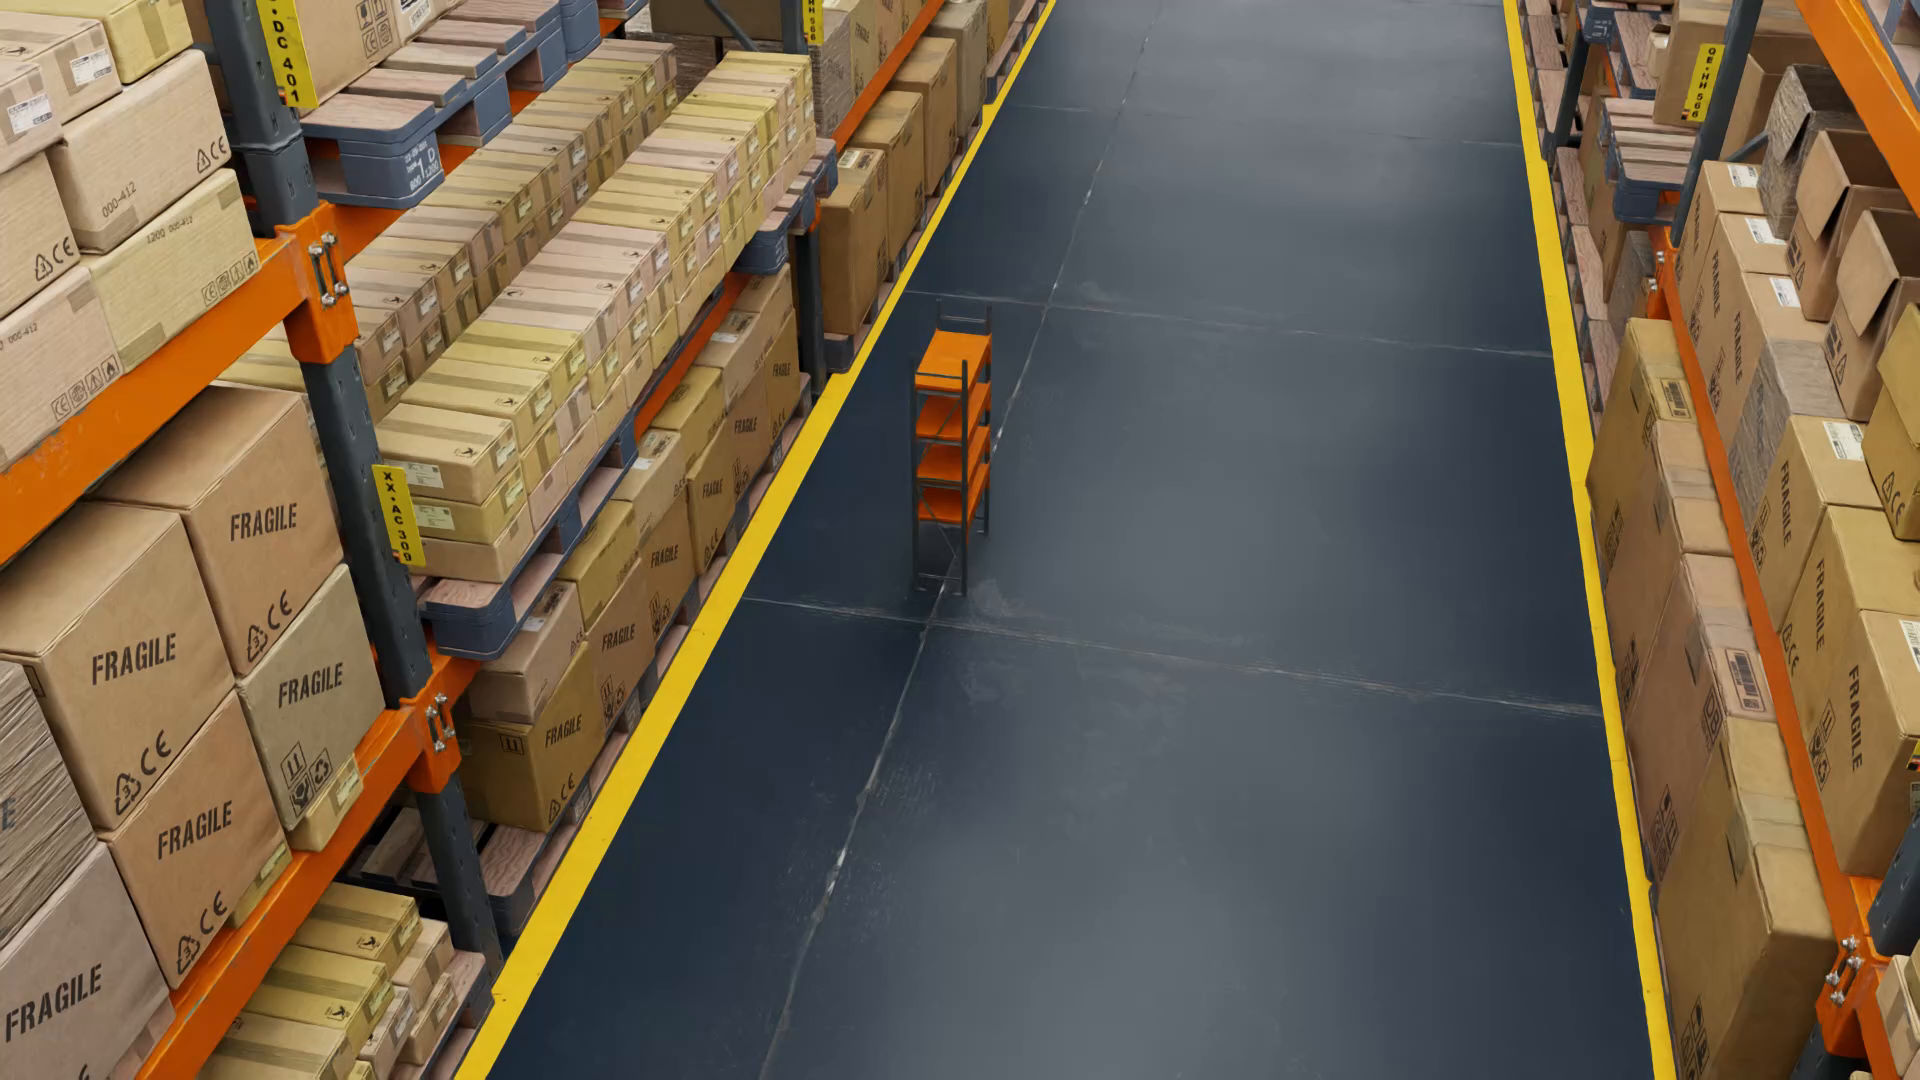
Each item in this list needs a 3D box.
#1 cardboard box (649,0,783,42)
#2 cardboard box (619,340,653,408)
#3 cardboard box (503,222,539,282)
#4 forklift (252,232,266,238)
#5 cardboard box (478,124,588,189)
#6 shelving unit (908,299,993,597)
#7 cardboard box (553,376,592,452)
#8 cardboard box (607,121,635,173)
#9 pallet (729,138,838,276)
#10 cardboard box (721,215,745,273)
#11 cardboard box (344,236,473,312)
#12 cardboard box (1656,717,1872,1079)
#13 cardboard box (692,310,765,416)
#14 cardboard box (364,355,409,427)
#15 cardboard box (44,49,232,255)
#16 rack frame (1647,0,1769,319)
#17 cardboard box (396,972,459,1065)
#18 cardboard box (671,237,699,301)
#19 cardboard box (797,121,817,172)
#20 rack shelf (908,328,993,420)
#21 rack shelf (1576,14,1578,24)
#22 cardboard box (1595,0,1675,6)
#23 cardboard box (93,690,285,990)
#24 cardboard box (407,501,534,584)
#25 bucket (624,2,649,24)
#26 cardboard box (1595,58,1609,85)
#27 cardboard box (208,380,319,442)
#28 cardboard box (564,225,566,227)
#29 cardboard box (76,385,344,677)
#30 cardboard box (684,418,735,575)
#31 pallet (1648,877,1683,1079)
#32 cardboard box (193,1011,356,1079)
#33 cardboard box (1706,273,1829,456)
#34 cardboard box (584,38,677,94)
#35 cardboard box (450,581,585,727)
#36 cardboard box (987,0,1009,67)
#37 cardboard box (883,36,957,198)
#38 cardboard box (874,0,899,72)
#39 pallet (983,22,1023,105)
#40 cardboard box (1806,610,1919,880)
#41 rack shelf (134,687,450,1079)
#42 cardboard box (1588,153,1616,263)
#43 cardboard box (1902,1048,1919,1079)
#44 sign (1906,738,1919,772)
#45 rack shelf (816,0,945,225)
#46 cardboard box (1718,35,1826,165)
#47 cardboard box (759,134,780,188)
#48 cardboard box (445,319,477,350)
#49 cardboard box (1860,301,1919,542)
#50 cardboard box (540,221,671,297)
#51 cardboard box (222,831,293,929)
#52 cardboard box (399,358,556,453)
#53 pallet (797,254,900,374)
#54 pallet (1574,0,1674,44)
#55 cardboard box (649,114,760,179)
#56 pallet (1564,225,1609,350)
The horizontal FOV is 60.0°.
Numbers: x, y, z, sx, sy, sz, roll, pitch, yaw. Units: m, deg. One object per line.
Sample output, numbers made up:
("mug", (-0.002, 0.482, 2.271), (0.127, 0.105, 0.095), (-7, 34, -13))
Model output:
("cardboard box", (-1.108, -2.773, 8.083), (0.700, 0.500, 0.500), (7, 37, 10))
("cardboard box", (-1.315, -0.607, 5.888), (0.380, 0.149, 0.250), (6, 36, 8))
("cardboard box", (-1.840, -1.115, 6.335), (0.380, 0.149, 0.250), (9, 37, 12))
("forklift", (-3.865, -1.496, 7.317), (3.031, 2.935, 1.130), (5, 36, 6))
("cardboard box", (-1.726, -1.538, 6.666), (0.380, 0.149, 0.250), (9, 37, 12))
("shelving unit", (-0.035, -0.391, 7.267), (0.258, 1.200, 0.503), (7, 37, 10))
("cardboard box", (-1.426, -0.432, 5.393), (0.380, 0.149, 0.250), (8, 37, 11))
("cardboard box", (-1.622, -1.699, 7.141), (0.380, 0.149, 0.250), (6, 36, 9))
("pallet", (-1.261, -1.572, 7.526), (1.213, 0.211, 1.003), (7, 37, 10))
("cardboard box", (-1.092, -1.213, 6.724), (0.380, 0.149, 0.250), (6, 36, 8))
("cardboard box", (-1.947, -0.935, 5.834), (0.380, 0.149, 0.250), (6, 36, 8))
("cardboard box", (2.874, 1.222, 4.960), (1.225, 0.875, 0.875), (7, 37, 10))
("cardboard box", (-1.200, -0.817, 7.455), (0.500, 0.250, 0.500), (8, 37, 11))
("cardboard box", (-2.065, -0.513, 5.505), (0.380, 0.149, 0.250), (9, 37, 12))
("cardboard box", (-1.918, -0.838, 3.496), (0.500, 0.250, 0.500), (6, 36, 8))
("rack frame", (3.611, -1.392, 7.114), (1.000, 3.000, 0.127), (7, 37, 10))
("cardboard box", (-1.818, 1.473, 5.232), (0.380, 0.149, 0.250), (8, 37, 11))
("cardboard box", (-1.202, -1.032, 6.221), (0.380, 0.149, 0.250), (7, 36, 9))
("cardboard box", (-0.870, -1.799, 7.533), (0.380, 0.149, 0.250), (8, 37, 11))
("rack shelf", (-0.035, -0.709, 7.036), (0.258, 0.148, 0.480), (7, 37, 10))
("rack shelf", (4.892, -4.540, 12.072), (1.077, 0.370, 4.000), (7, 37, 10))
("cardboard box", (4.159, -3.660, 9.375), (1.000, 1.000, 1.000), (8, 37, 10))
("cardboard box", (-2.007, 0.671, 3.929), (0.500, 0.500, 0.500), (6, 36, 9))
("cardboard box", (-1.534, -0.015, 5.071), (0.380, 0.149, 0.250), (6, 36, 8))
("bucket", (-2.582, -4.022, 12.237), (0.726, 0.611, 0.620), (20, 51, 26))
("cardboard box", (4.590, -3.067, 11.198), (0.500, 0.500, 0.500), (6, 36, 9))
("cardboard box", (-2.173, -0.342, 5.015), (0.380, 0.149, 0.250), (9, 37, 12))
("cardboard box", (-1.731, -1.292, 6.833), (0.380, 0.149, 0.250), (8, 37, 11))
("cardboard box", (-1.904, -0.041, 4.059), (0.500, 0.500, 0.500), (6, 36, 8))
("cardboard box", (-1.310, -0.217, 7.266), (0.500, 0.500, 0.500), (6, 36, 8))
("pallet", (2.848, 1.579, 5.392), (1.003, 0.211, 1.213), (7, 37, 10))
("cardboard box", (-1.951, 1.497, 4.693), (0.380, 0.149, 0.250), (7, 37, 10))
("cardboard box", (3.027, -0.598, 5.933), (0.500, 0.500, 0.500), (7, 36, 9))
("cardboard box", (-1.502, -2.138, 7.493), (0.380, 0.149, 0.250), (7, 37, 10))
("cardboard box", (-1.652, 0.370, 5.817), (0.500, 0.250, 0.500), (6, 36, 8))
("cardboard box", (-0.156, -4.026, 12.202), (0.875, 0.875, 0.875), (8, 37, 11))
("cardboard box", (-0.613, -2.704, 10.484), (1.050, 0.750, 0.750), (7, 37, 10))
("cardboard box", (-0.640, -2.916, 9.133), (0.500, 0.500, 0.500), (7, 37, 10))
("pallet", (-0.120, -3.662, 12.623), (1.003, 0.211, 1.213), (7, 37, 10))
("cardboard box", (2.589, 0.558, 4.338), (0.500, 0.500, 0.500), (7, 37, 10))
("rack shelf", (-2.495, 1.660, 3.517), (1.077, 0.370, 4.000), (7, 37, 10))
("cardboard box", (4.074, -1.910, 9.584), (0.700, 0.500, 0.500), (4, 36, 6))
("cardboard box", (2.312, 1.282, 3.640), (0.380, 0.149, 0.250), (6, 36, 8))
("sign", (2.224, 0.402, 3.720), (0.100, 0.325, 0.005), (7, 37, 10))
("rack shelf", (-0.786, -2.927, 9.845), (1.077, 0.370, 4.000), (7, 37, 10))
("cardboard box", (3.687, -1.917, 7.396), (0.500, 0.500, 0.500), (3, 36, 4))
("cardboard box", (-0.983, -1.616, 7.026), (0.380, 0.149, 0.250), (8, 37, 11))
("cardboard box", (-1.958, -0.695, 6.009), (0.380, 0.149, 0.250), (6, 36, 8))
("cardboard box", (3.043, -0.305, 4.674), (0.797, 0.503, 0.637), (8, 37, 10))
("cardboard box", (-1.259, -0.997, 5.919), (0.380, 0.149, 0.250), (9, 37, 12))
("cardboard box", (-1.964, 0.824, 4.272), (0.380, 0.149, 0.250), (9, 37, 12))
("cardboard box", (-1.481, -0.416, 5.118), (0.380, 0.149, 0.250), (8, 37, 11))
("pallet", (-0.971, -1.385, 9.481), (1.003, 0.211, 1.213), (7, 37, 10))
("pallet", (4.160, -3.187, 9.755), (1.003, 0.211, 1.213), (7, 37, 10))
("cardboard box", (-1.035, -1.595, 6.744), (0.380, 0.149, 0.250), (8, 37, 11))
("pallet", (4.042, -1.408, 9.513), (1.003, 0.211, 1.213), (7, 37, 10))
